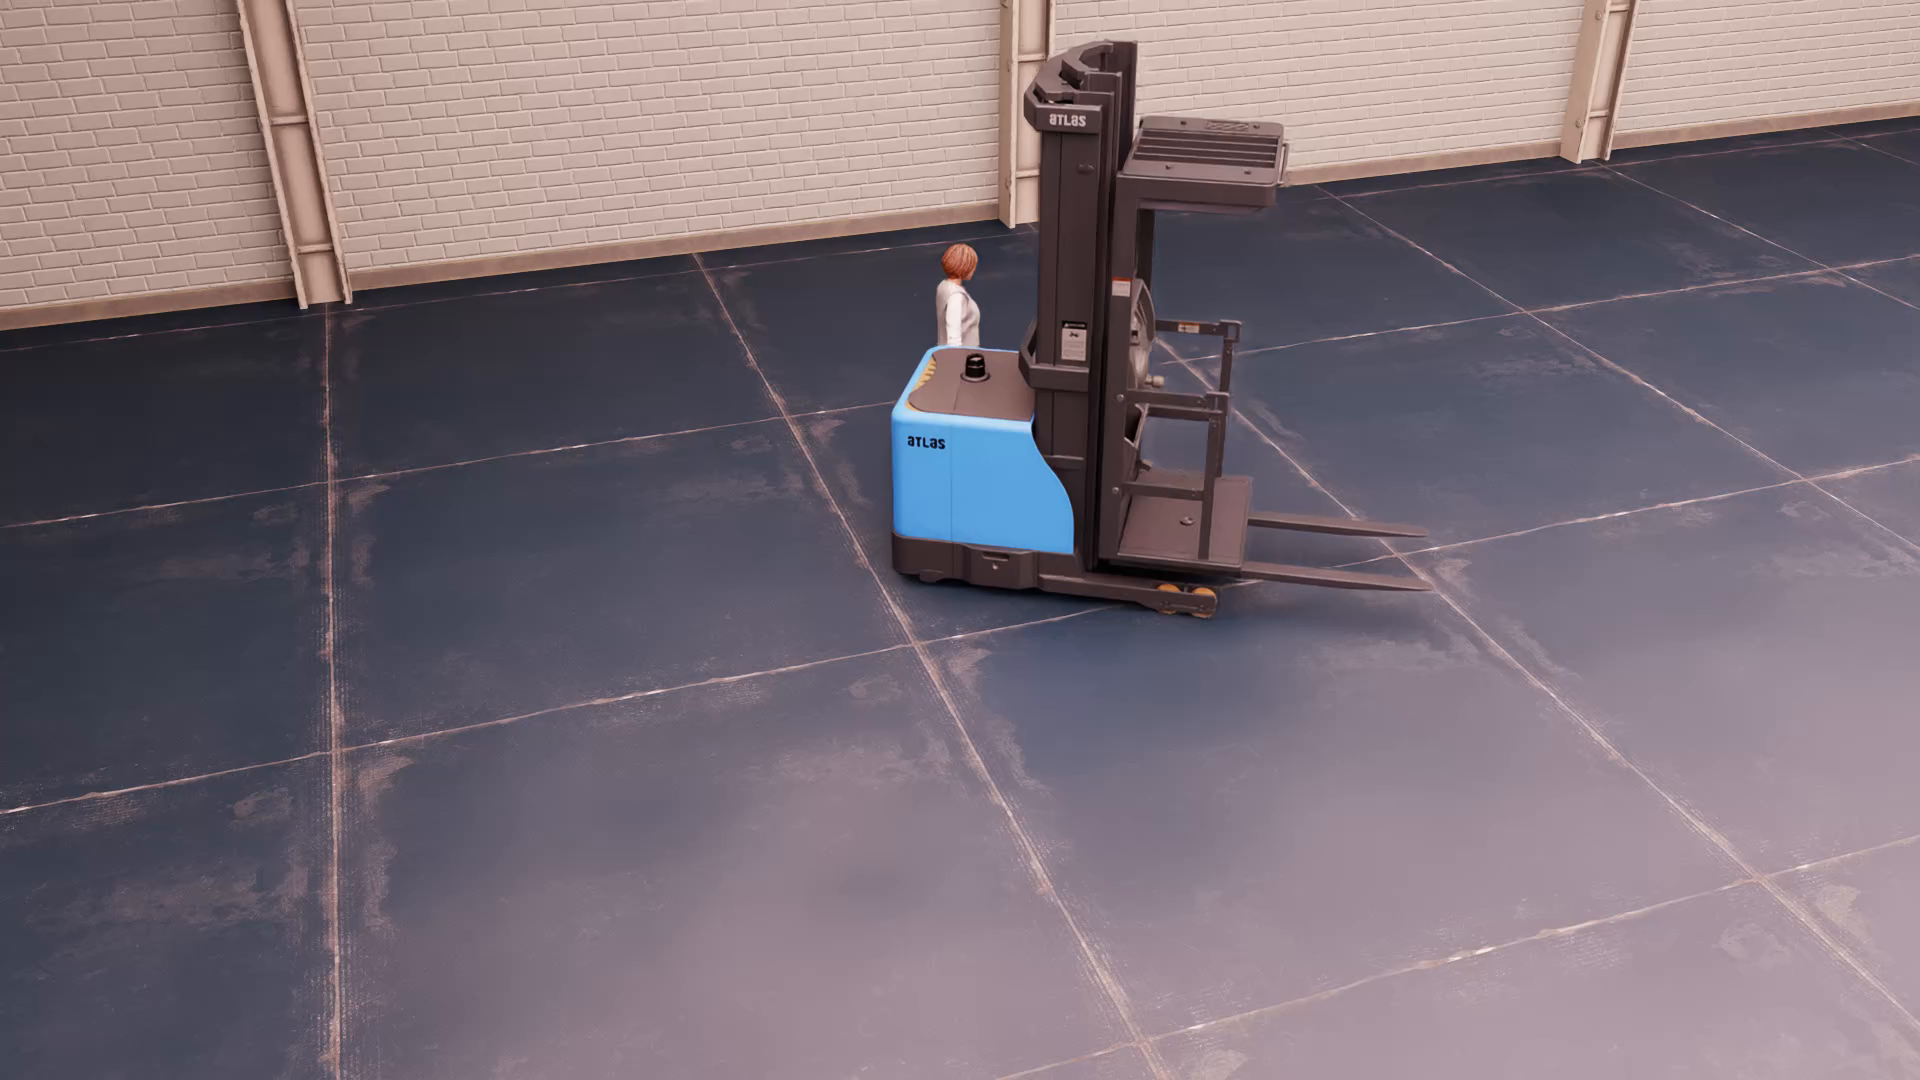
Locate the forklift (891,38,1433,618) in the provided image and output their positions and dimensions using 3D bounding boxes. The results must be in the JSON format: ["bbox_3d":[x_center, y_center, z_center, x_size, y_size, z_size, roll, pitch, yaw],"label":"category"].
[{"bbox_3d":[1.178,-1.125,9.043,3.031,2.935,1.130,6,30,10],"label":"forklift"}]

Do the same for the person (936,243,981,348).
[{"bbox_3d":[-0.030,-1.086,10.416,0.434,1.508,0.740,-2,30,-4],"label":"person"}]
